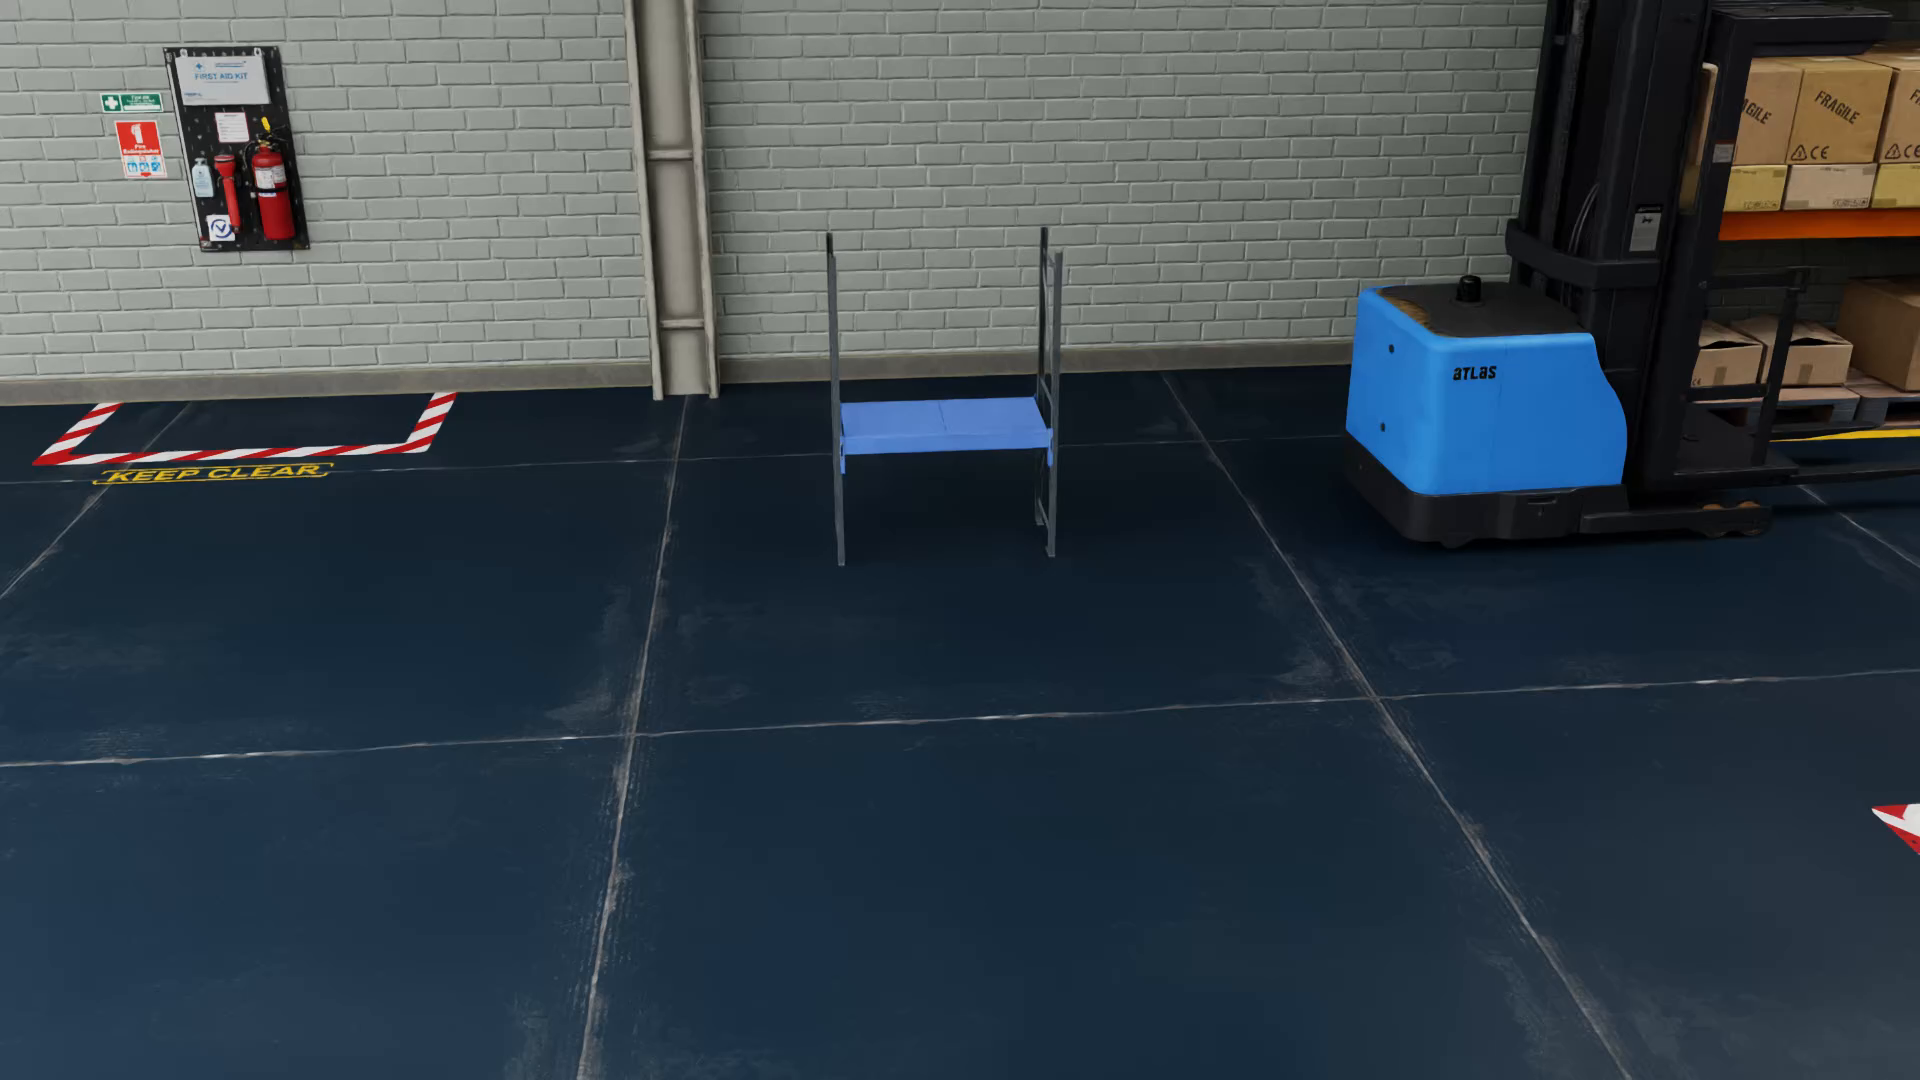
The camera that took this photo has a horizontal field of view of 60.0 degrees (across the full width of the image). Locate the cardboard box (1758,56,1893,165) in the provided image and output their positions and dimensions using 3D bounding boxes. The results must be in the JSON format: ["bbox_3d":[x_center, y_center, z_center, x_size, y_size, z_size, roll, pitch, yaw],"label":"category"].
[{"bbox_3d":[4.663,-2.356,9.093,0.500,0.500,0.500,-2,24,-5],"label":"cardboard box"}]

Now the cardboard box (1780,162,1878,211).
[{"bbox_3d":[4.698,-2.017,9.255,0.500,0.250,0.500,-3,24,-7],"label":"cardboard box"}]

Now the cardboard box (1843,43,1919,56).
[{"bbox_3d":[5.130,-2.586,9.611,0.500,0.500,0.500,-3,24,-7],"label":"cardboard box"}]

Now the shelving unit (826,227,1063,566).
[{"bbox_3d":[-0.085,-0.682,7.938,1.048,1.500,0.538,-2,24,-5],"label":"shelving unit"}]

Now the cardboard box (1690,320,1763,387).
[{"bbox_3d":[4.363,-1.123,9.851,0.500,0.311,0.500,-5,24,-11],"label":"cardboard box"}]

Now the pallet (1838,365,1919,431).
[{"bbox_3d":[5.765,-0.953,10.135,1.213,0.211,1.003,-2,24,-5],"label":"pallet"}]

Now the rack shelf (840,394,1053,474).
[{"bbox_3d":[-0.085,-0.518,8.011,1.000,0.185,0.538,-2,24,-5],"label":"rack shelf"}]

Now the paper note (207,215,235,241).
[{"bbox_3d":[-4.340,-1.832,9.763,0.142,0.148,0.016,-2,24,-5],"label":"paper note"}]

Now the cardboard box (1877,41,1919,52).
[{"bbox_3d":[5.631,-2.606,9.656,0.500,0.500,0.500,-2,24,-4],"label":"cardboard box"}]

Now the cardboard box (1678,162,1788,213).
[{"bbox_3d":[4.182,-1.991,9.196,0.500,0.250,0.500,-3,24,-7],"label":"cardboard box"}]

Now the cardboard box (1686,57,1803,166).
[{"bbox_3d":[4.170,-2.340,9.058,0.500,0.500,0.500,-2,24,-5],"label":"cardboard box"}]

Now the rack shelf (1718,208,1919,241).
[{"bbox_3d":[5.656,-1.910,9.740,4.000,0.370,1.077,-2,24,-5],"label":"rack shelf"}]

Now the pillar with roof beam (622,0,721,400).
[{"bbox_3d":[-1.271,-3.298,4.592,0.400,9.000,9.100,-2,24,-5],"label":"pillar with roof beam"}]

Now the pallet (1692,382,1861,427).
[{"bbox_3d":[4.553,-0.906,10.028,1.213,0.211,1.003,-2,24,-5],"label":"pallet"}]

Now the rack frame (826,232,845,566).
[{"bbox_3d":[-0.591,-0.662,7.892,0.032,1.500,0.500,-2,24,-5],"label":"rack frame"}]

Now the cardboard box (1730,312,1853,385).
[{"bbox_3d":[4.930,-1.145,9.903,0.500,0.311,0.500,0,24,-1],"label":"cardboard box"}]

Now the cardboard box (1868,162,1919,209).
[{"bbox_3d":[5.205,-2.035,9.296,0.500,0.250,0.500,-3,24,-6],"label":"cardboard box"}]

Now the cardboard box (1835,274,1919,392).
[{"bbox_3d":[5.665,-1.241,9.885,0.500,0.500,0.700,-4,24,-8],"label":"cardboard box"}]

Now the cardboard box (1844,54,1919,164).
[{"bbox_3d":[5.178,-2.374,9.134,0.500,0.500,0.500,-3,24,-7],"label":"cardboard box"}]

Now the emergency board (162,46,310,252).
[{"bbox_3d":[-4.157,-2.214,9.538,0.643,1.169,0.194,-2,24,-5],"label":"emergency board"}]

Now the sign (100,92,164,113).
[{"bbox_3d":[-4.712,-2.488,9.459,0.331,0.109,0.001,-2,24,-5],"label":"sign"}]

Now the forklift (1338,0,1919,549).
[{"bbox_3d":[3.590,-1.560,8.151,3.031,2.935,1.130,-4,24,-8],"label":"forklift"}]

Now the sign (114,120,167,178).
[{"bbox_3d":[-4.717,-2.250,9.575,0.234,0.329,0.001,-2,24,-5],"label":"sign"}]

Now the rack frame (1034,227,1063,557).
[{"bbox_3d":[0.421,-0.702,7.983,0.032,1.500,0.500,-2,24,-5],"label":"rack frame"}]
